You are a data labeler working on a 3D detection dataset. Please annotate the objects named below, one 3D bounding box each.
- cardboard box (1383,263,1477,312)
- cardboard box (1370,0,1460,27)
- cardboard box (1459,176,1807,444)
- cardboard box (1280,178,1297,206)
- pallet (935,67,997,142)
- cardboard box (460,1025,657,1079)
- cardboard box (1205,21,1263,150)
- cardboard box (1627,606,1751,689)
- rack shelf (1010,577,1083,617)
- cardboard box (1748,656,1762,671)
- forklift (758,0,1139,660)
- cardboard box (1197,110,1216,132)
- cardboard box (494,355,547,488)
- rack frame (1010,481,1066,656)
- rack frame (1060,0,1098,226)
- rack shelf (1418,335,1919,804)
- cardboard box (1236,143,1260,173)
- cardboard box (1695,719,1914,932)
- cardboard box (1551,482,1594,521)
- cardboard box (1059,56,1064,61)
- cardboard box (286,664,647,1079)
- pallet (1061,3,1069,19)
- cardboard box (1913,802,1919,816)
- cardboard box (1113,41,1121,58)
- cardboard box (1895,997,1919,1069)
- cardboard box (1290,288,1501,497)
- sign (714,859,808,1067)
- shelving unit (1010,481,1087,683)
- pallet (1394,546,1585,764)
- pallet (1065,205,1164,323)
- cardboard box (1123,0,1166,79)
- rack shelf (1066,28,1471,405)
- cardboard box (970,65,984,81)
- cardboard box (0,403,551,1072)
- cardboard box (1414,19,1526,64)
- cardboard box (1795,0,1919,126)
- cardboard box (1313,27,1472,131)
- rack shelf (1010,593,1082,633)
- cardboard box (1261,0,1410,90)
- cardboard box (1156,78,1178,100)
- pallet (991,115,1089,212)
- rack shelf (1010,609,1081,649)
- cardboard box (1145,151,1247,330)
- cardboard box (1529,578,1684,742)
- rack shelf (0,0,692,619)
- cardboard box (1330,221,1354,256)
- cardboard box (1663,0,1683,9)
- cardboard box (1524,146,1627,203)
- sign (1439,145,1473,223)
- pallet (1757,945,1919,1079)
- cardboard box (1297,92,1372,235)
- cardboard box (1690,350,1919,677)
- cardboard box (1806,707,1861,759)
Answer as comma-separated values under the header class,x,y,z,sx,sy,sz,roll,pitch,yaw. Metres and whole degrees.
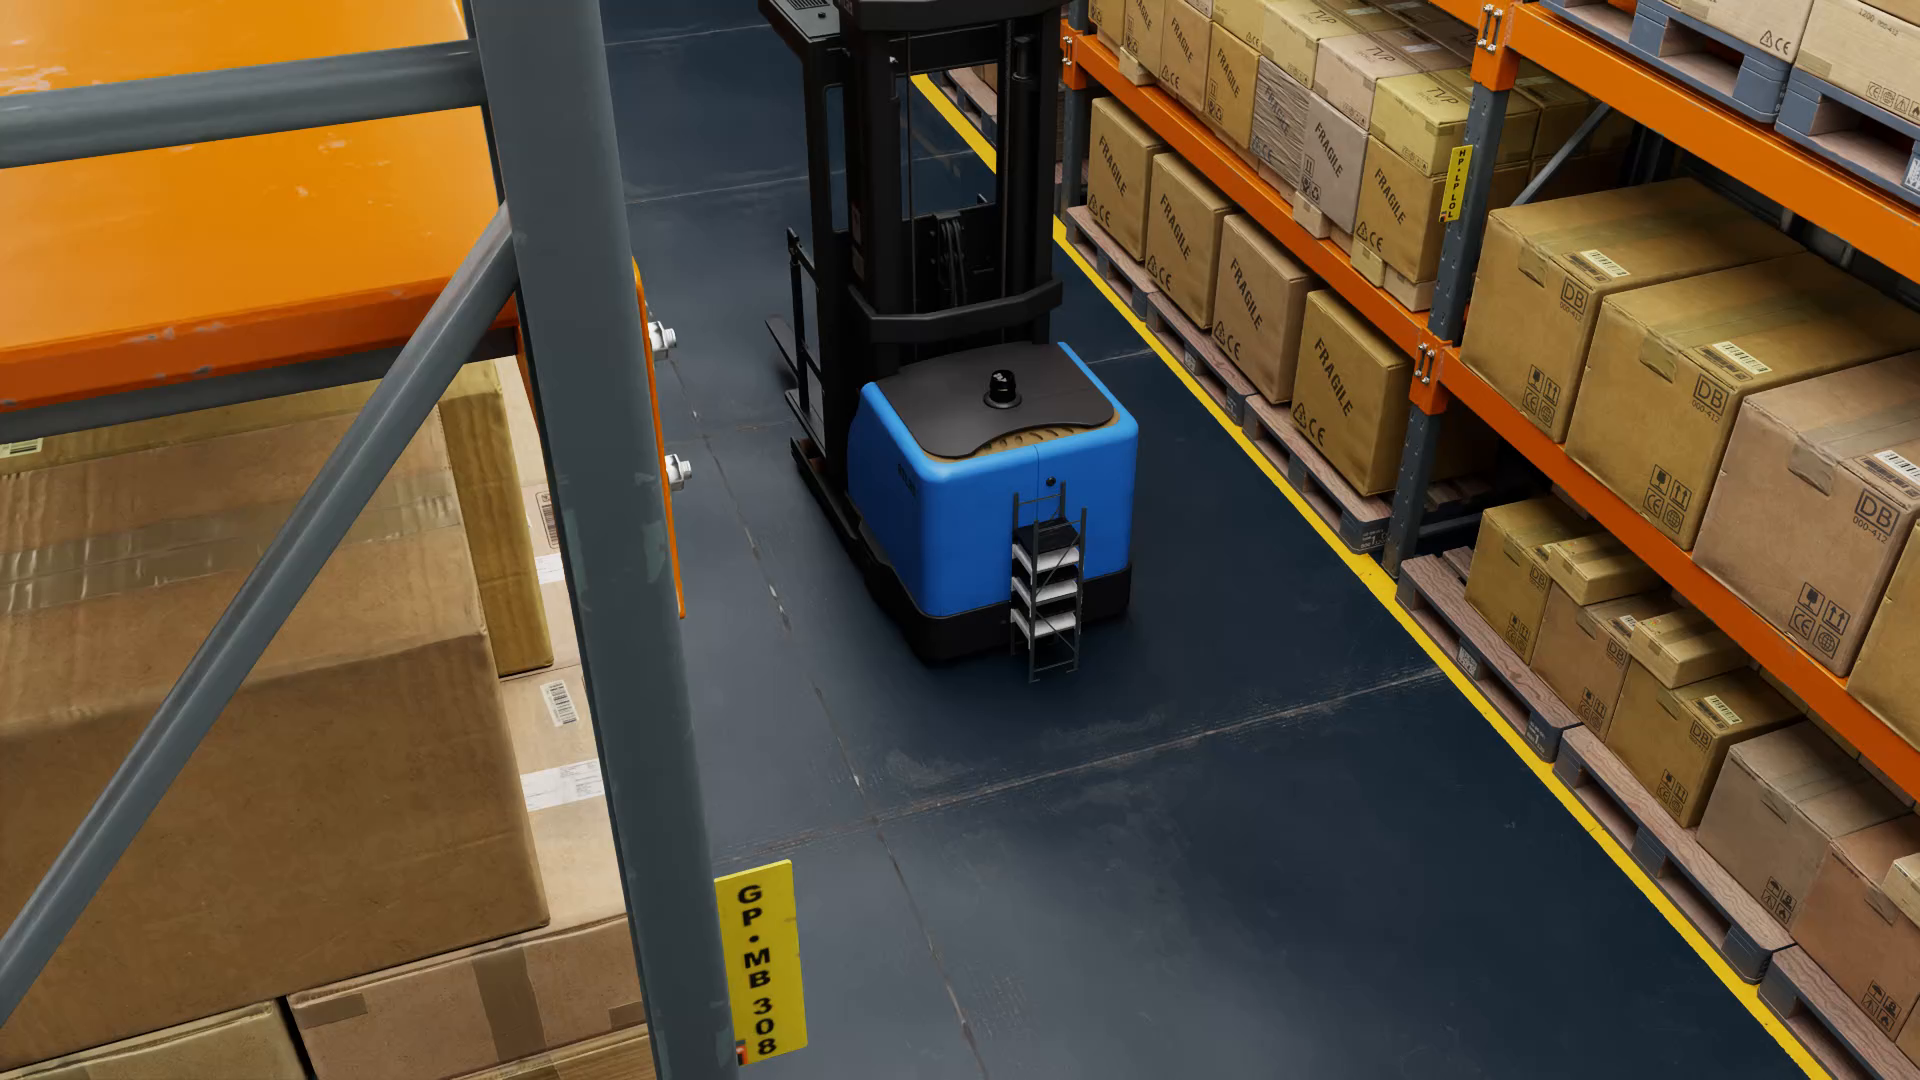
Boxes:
class,x,y,z,sx,sy,sz,roll,pitch,yaw
cardboard box,2.151,-1.180,7.515,0.380,0.149,0.250,-12,39,-16
cardboard box,2.256,-2.496,8.101,0.500,0.250,0.500,-14,39,-17
cardboard box,2.705,-0.950,6.769,0.980,0.700,0.700,-12,39,-15
cardboard box,1.827,-1.762,8.288,0.380,0.149,0.250,-12,39,-16
pallet,0.473,-3.415,12.609,1.003,0.211,1.213,-12,39,-16
cardboard box,-0.678,0.666,2.504,0.500,0.250,0.500,-12,39,-16
cardboard box,1.611,-2.368,8.554,0.500,0.500,0.500,-11,38,-15
cardboard box,2.821,0.402,6.413,0.380,0.149,0.250,-14,39,-17
rack shelf,0.378,0.220,7.265,0.258,0.077,0.200,-14,39,-18
cardboard box,3.192,0.341,6.493,0.380,0.149,0.250,-12,39,-15
forklift,-0.239,-1.521,7.833,1.130,2.935,3.031,-14,39,-18
cardboard box,1.522,-2.352,9.072,0.380,0.149,0.250,-12,39,-15
cardboard box,-1.016,-0.100,3.105,0.500,0.250,0.500,-12,39,-16
rack frame,0.339,0.137,7.320,0.240,0.900,0.006,-14,39,-18
rack frame,1.157,-3.399,10.270,1.000,3.000,0.127,-12,39,-16
rack shelf,3.222,0.277,5.987,1.077,0.370,4.000,-12,39,-16
cardboard box,1.675,-2.059,8.683,0.380,0.149,0.250,-11,38,-15
cardboard box,3.229,1.009,6.146,0.700,0.500,0.500,-14,39,-17
cardboard box,2.831,-0.248,7.275,0.380,0.149,0.250,-13,39,-16
cardboard box,0.792,-3.288,11.834,0.700,0.500,0.500,-13,39,-16
cardboard box,-0.672,0.466,2.355,0.500,0.250,0.500,-12,39,-16
pallet,0.812,-3.703,10.833,1.213,0.211,1.003,-12,39,-16
cardboard box,3.545,0.918,5.727,0.380,0.149,0.250,-12,39,-16
cardboard box,1.131,-2.929,9.838,0.380,0.149,0.250,-12,39,-15
cardboard box,3.575,1.576,5.393,0.700,0.500,0.500,-12,39,-16
cardboard box,2.188,-0.789,8.242,0.750,0.750,0.750,-12,39,-15
sign,-0.231,0.488,1.890,0.100,0.325,0.005,-12,39,-16
shelving unit,0.378,0.194,7.245,0.258,0.900,0.210,-14,39,-18
pallet,2.722,0.420,7.517,1.003,0.211,1.213,-12,39,-16
pallet,1.357,-1.825,10.497,1.003,0.211,1.213,-12,39,-16
cardboard box,1.255,-2.941,9.314,0.500,0.500,0.500,-11,38,-14
rack shelf,1.845,-1.982,8.987,1.077,0.370,4.000,-12,39,-16
cardboard box,0.412,-3.846,12.575,0.700,0.500,0.500,-12,39,-15
cardboard box,-0.932,0.223,2.053,0.700,0.500,0.500,-12,39,-16
cardboard box,2.433,-2.214,7.726,0.500,0.250,0.500,-12,39,-15
cardboard box,2.869,-1.462,4.897,0.500,0.250,0.500,-13,39,-17
cardboard box,1.966,-2.108,7.585,0.500,0.250,0.500,-12,39,-15
rack shelf,0.378,0.292,7.319,0.258,0.077,0.200,-14,39,-18
cardboard box,1.790,-2.396,7.968,0.500,0.250,0.500,-12,39,-15
cardboard box,1.345,-2.645,9.460,0.380,0.149,0.250,-13,39,-16
pallet,0.889,-2.727,11.695,1.003,0.211,1.213,-12,39,-16
rack shelf,0.378,0.364,7.373,0.258,0.077,0.200,-14,39,-18
cardboard box,1.582,-1.770,9.544,0.750,0.750,0.750,-13,39,-16
cardboard box,2.864,0.419,6.929,0.700,0.500,0.500,-13,39,-16
rack shelf,-1.428,-1.090,2.818,1.077,0.370,4.000,-12,39,-16
cardboard box,1.995,-1.473,7.905,0.380,0.149,0.250,-11,38,-15
cardboard box,2.524,-2.041,5.666,0.500,0.250,0.500,-13,39,-16
cardboard box,2.612,-1.619,7.559,0.500,0.500,0.500,-14,39,-17
sign,2.027,-1.453,6.789,0.100,0.325,0.005,-12,39,-16
pallet,3.561,1.798,5.687,1.003,0.211,1.213,-12,39,-16
cardboard box,1.953,-1.801,7.801,0.500,0.500,0.500,-12,39,-16
cardboard box,3.210,-0.127,5.677,0.980,0.700,0.700,-14,39,-18
cardboard box,3.368,0.630,6.110,0.380,0.149,0.250,-12,39,-15
